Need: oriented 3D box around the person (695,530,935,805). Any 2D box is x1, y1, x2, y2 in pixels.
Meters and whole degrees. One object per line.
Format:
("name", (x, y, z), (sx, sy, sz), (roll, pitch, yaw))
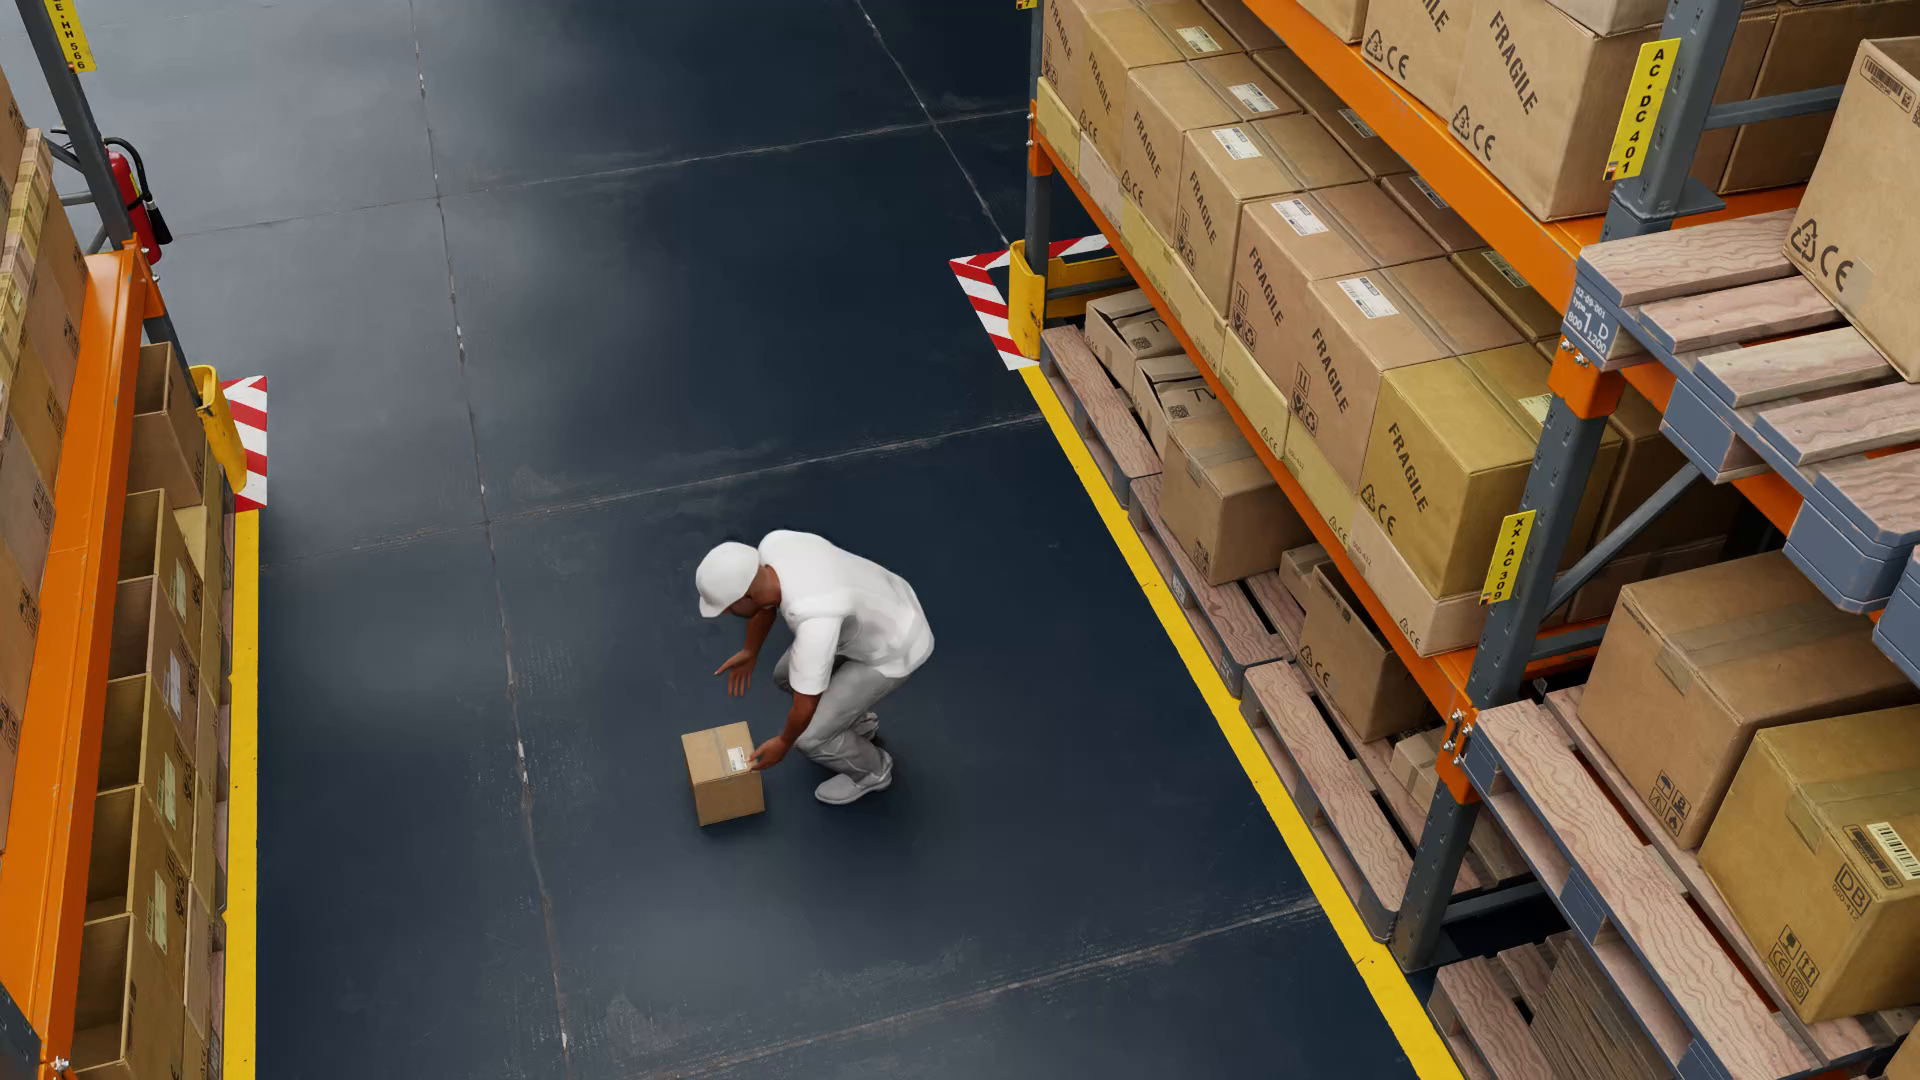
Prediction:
("person", (-0.498, 0.443, 6.013), (0.817, 1.283, 0.627), (-12, 43, -13))
